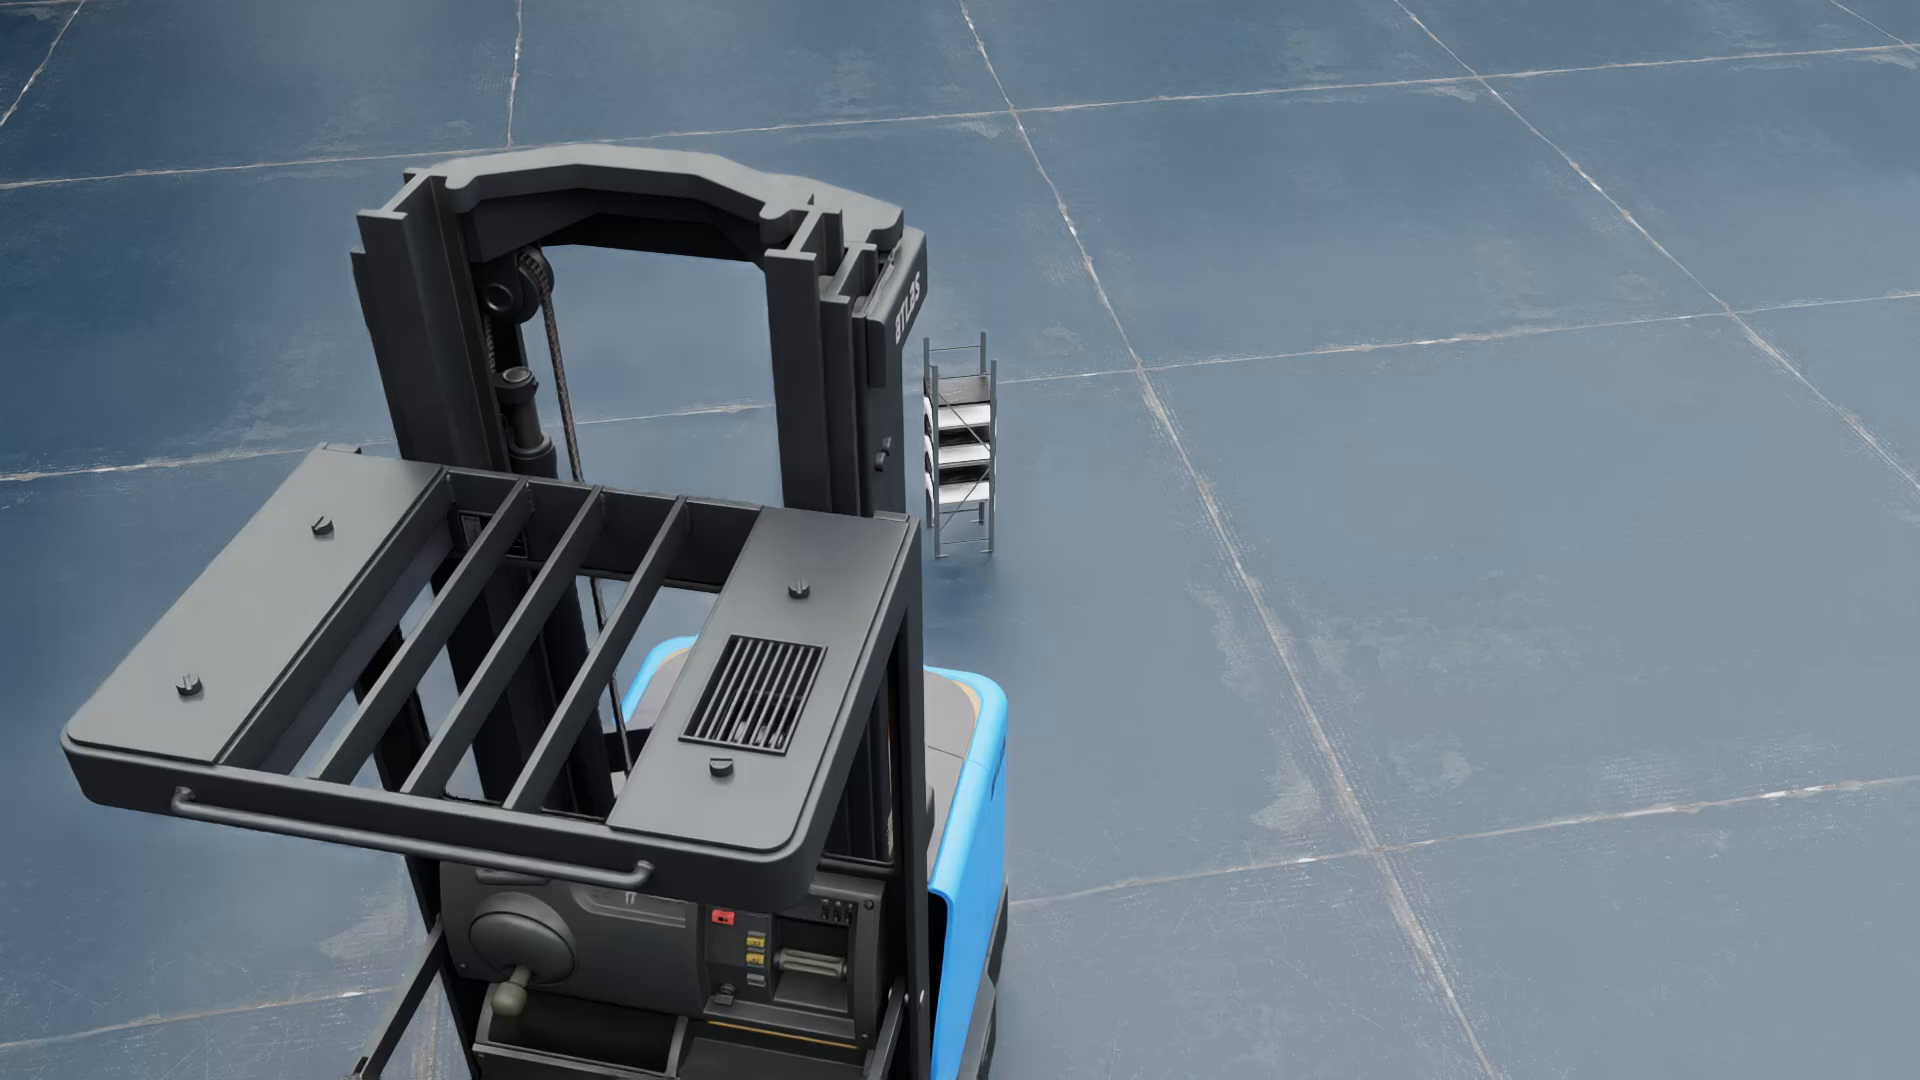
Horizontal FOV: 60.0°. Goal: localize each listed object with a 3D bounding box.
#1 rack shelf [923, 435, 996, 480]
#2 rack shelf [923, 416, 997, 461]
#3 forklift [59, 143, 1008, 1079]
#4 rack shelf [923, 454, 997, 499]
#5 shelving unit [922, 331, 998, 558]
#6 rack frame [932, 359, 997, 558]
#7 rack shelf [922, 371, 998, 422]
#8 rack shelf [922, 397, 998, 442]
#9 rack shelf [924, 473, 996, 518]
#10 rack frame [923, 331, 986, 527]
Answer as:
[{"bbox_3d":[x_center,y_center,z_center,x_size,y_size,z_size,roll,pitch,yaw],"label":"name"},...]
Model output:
[{"bbox_3d":[-0.001,-0.334,6.501,0.258,0.077,0.200,-6,38,-8],"label":"rack shelf"},{"bbox_3d":[-0.001,-0.405,6.445,0.258,0.077,0.200,-6,38,-8],"label":"rack shelf"},{"bbox_3d":[-0.655,0.888,3.218,1.130,2.935,3.031,7,38,9],"label":"forklift"},{"bbox_3d":[-0.001,-0.263,6.556,0.258,0.077,0.200,-6,38,-8],"label":"rack shelf"},{"bbox_3d":[-0.001,-0.360,6.480,0.258,0.900,0.210,-6,38,-8],"label":"shelving unit"},{"bbox_3d":[0.016,-0.299,6.401,0.240,0.900,0.006,-6,38,-8],"label":"rack frame"},{"bbox_3d":[-0.001,-0.547,6.335,0.258,0.077,0.200,-6,38,-8],"label":"rack shelf"},{"bbox_3d":[-0.001,-0.476,6.390,0.258,0.077,0.200,-6,38,-8],"label":"rack shelf"},{"bbox_3d":[-0.001,-0.192,6.611,0.258,0.077,0.200,-6,38,-8],"label":"rack shelf"},{"bbox_3d":[-0.019,-0.422,6.559,0.240,0.900,0.006,-6,38,-8],"label":"rack frame"}]
